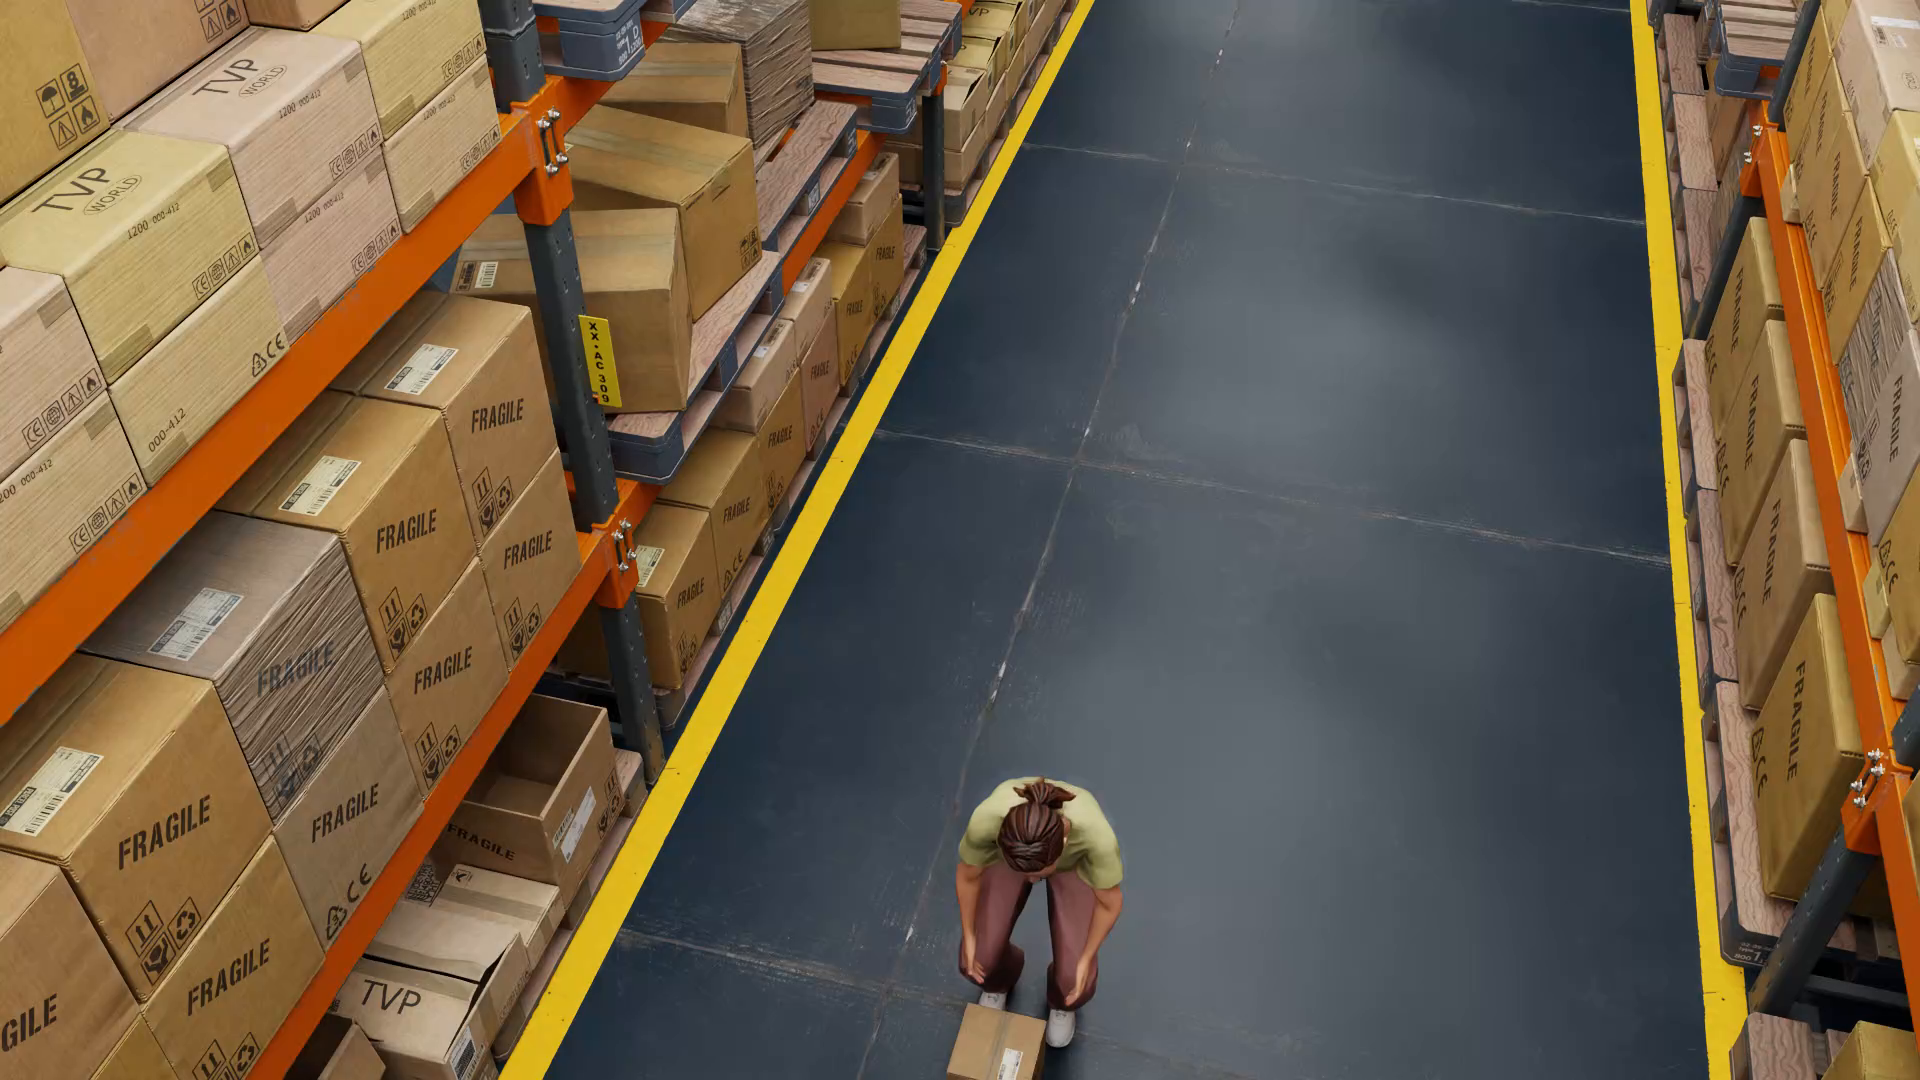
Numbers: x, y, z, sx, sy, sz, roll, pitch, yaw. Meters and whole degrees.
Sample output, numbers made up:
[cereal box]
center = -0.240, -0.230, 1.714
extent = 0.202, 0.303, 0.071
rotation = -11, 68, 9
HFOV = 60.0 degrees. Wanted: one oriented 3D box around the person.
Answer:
[person]
center = 0.256, 1.110, 5.153
extent = 0.511, 1.335, 0.666
rotation = 10, 42, 11
